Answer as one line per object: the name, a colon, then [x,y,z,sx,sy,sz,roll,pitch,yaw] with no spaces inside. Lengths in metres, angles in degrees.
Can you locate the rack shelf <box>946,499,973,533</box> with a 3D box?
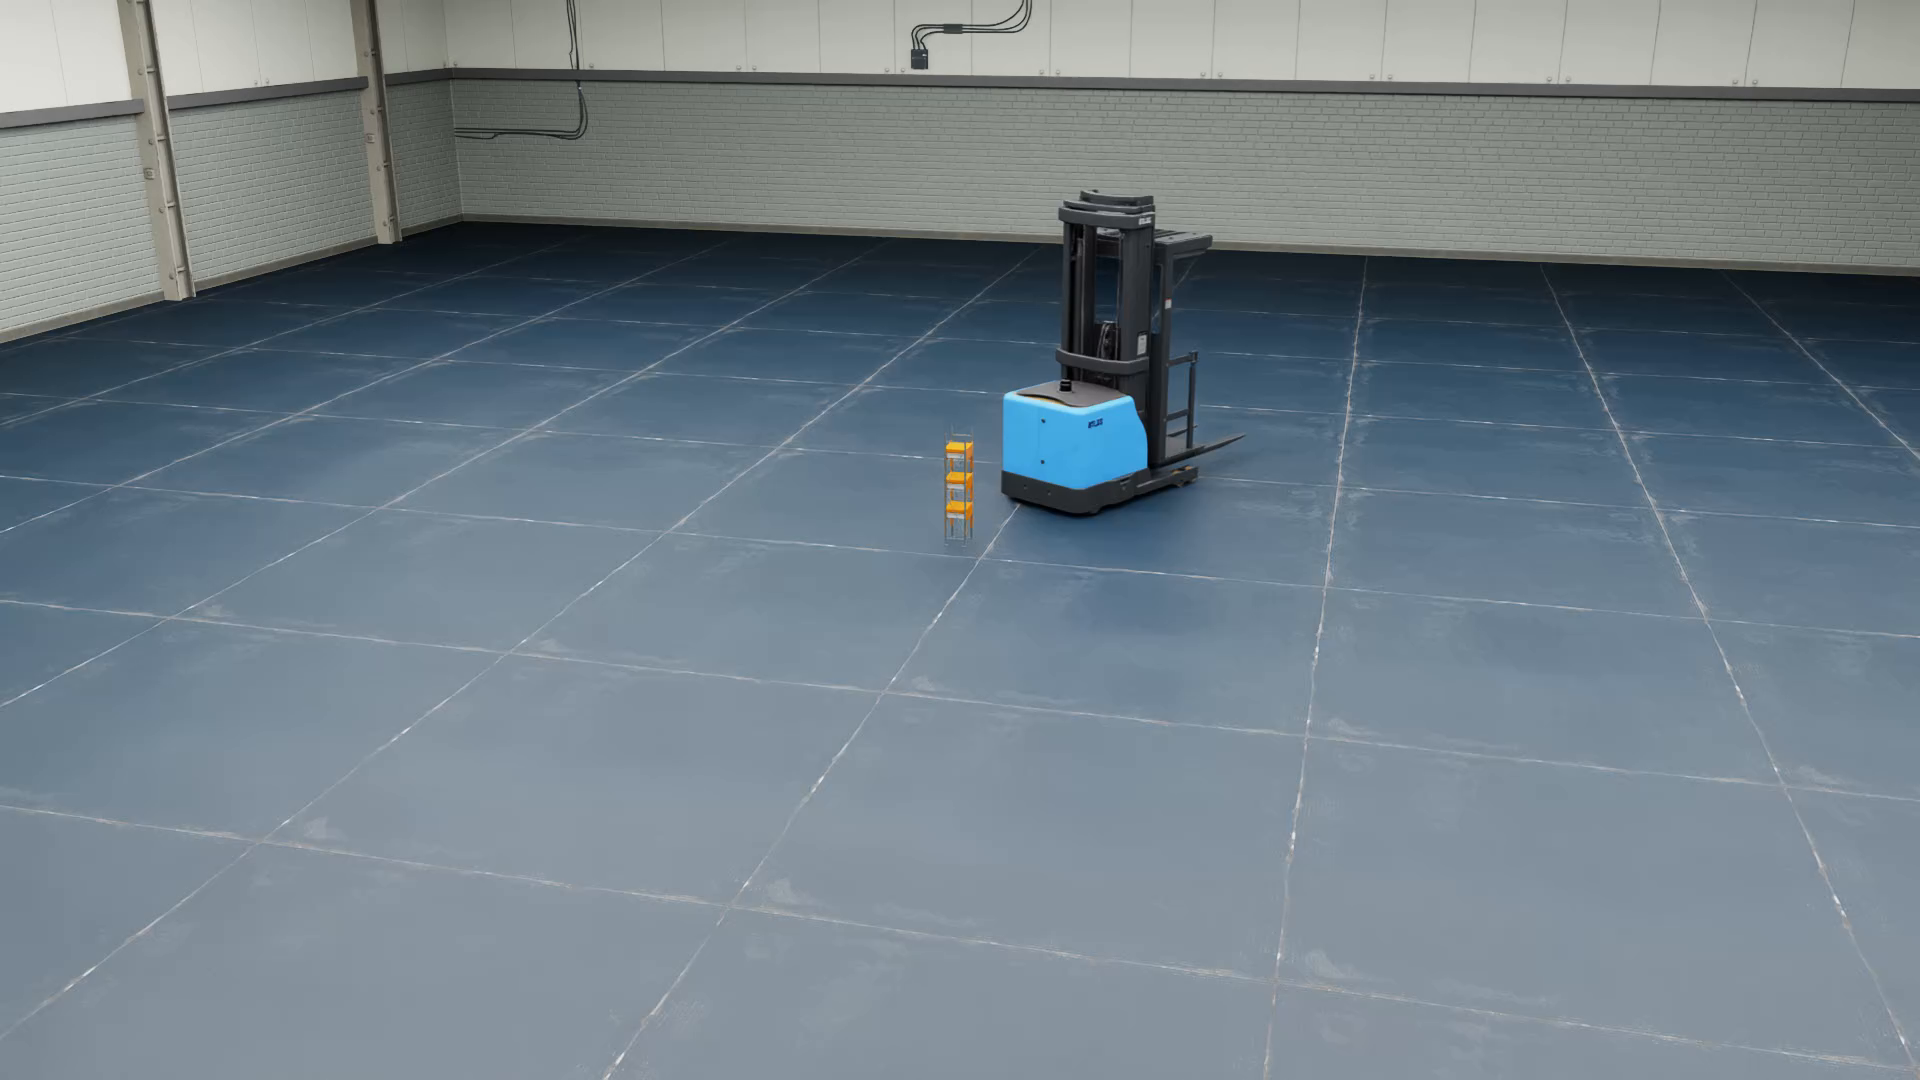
rack shelf: [-0.013,-0.207,15.124,0.215,0.259,0.240,5,19,13]

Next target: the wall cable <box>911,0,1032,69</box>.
wall cable: [0.201,-11.680,30.261,2.305,6.003,0.169,5,19,13]

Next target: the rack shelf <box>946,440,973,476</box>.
rack shelf: [-0.013,-0.739,14.943,0.215,0.259,0.240,5,19,13]

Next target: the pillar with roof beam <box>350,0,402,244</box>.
pillar with roof beam: [-6.828,-9.666,29.627,9.100,9.000,0.400,5,19,13]

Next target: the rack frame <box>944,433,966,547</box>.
rack frame: [-0.043,-0.442,14.919,0.200,1.050,0.008,5,19,13]

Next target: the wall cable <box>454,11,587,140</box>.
wall cable: [-9.001,-9.355,33.522,3.097,2.526,0.112,5,19,13]

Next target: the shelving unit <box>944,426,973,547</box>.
shelving unit: [-0.013,-0.480,15.031,0.215,1.050,0.252,5,19,13]

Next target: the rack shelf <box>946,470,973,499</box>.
rack shelf: [-0.013,-0.470,15.035,0.215,0.259,0.240,5,19,13]

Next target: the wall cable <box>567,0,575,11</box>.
wall cable: [-6.377,-11.532,32.080,3.097,2.526,0.112,5,19,13]

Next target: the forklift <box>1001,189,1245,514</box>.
forklift: [1.784,-2.026,16.648,1.130,2.935,3.031,17,25,41]

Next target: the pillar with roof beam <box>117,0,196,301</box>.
pillar with roof beam: [-8.294,-7.785,24.121,9.100,9.000,0.400,5,19,13]

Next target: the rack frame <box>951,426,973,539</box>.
rack frame: [0.017,-0.518,15.143,0.200,1.050,0.008,5,19,13]
